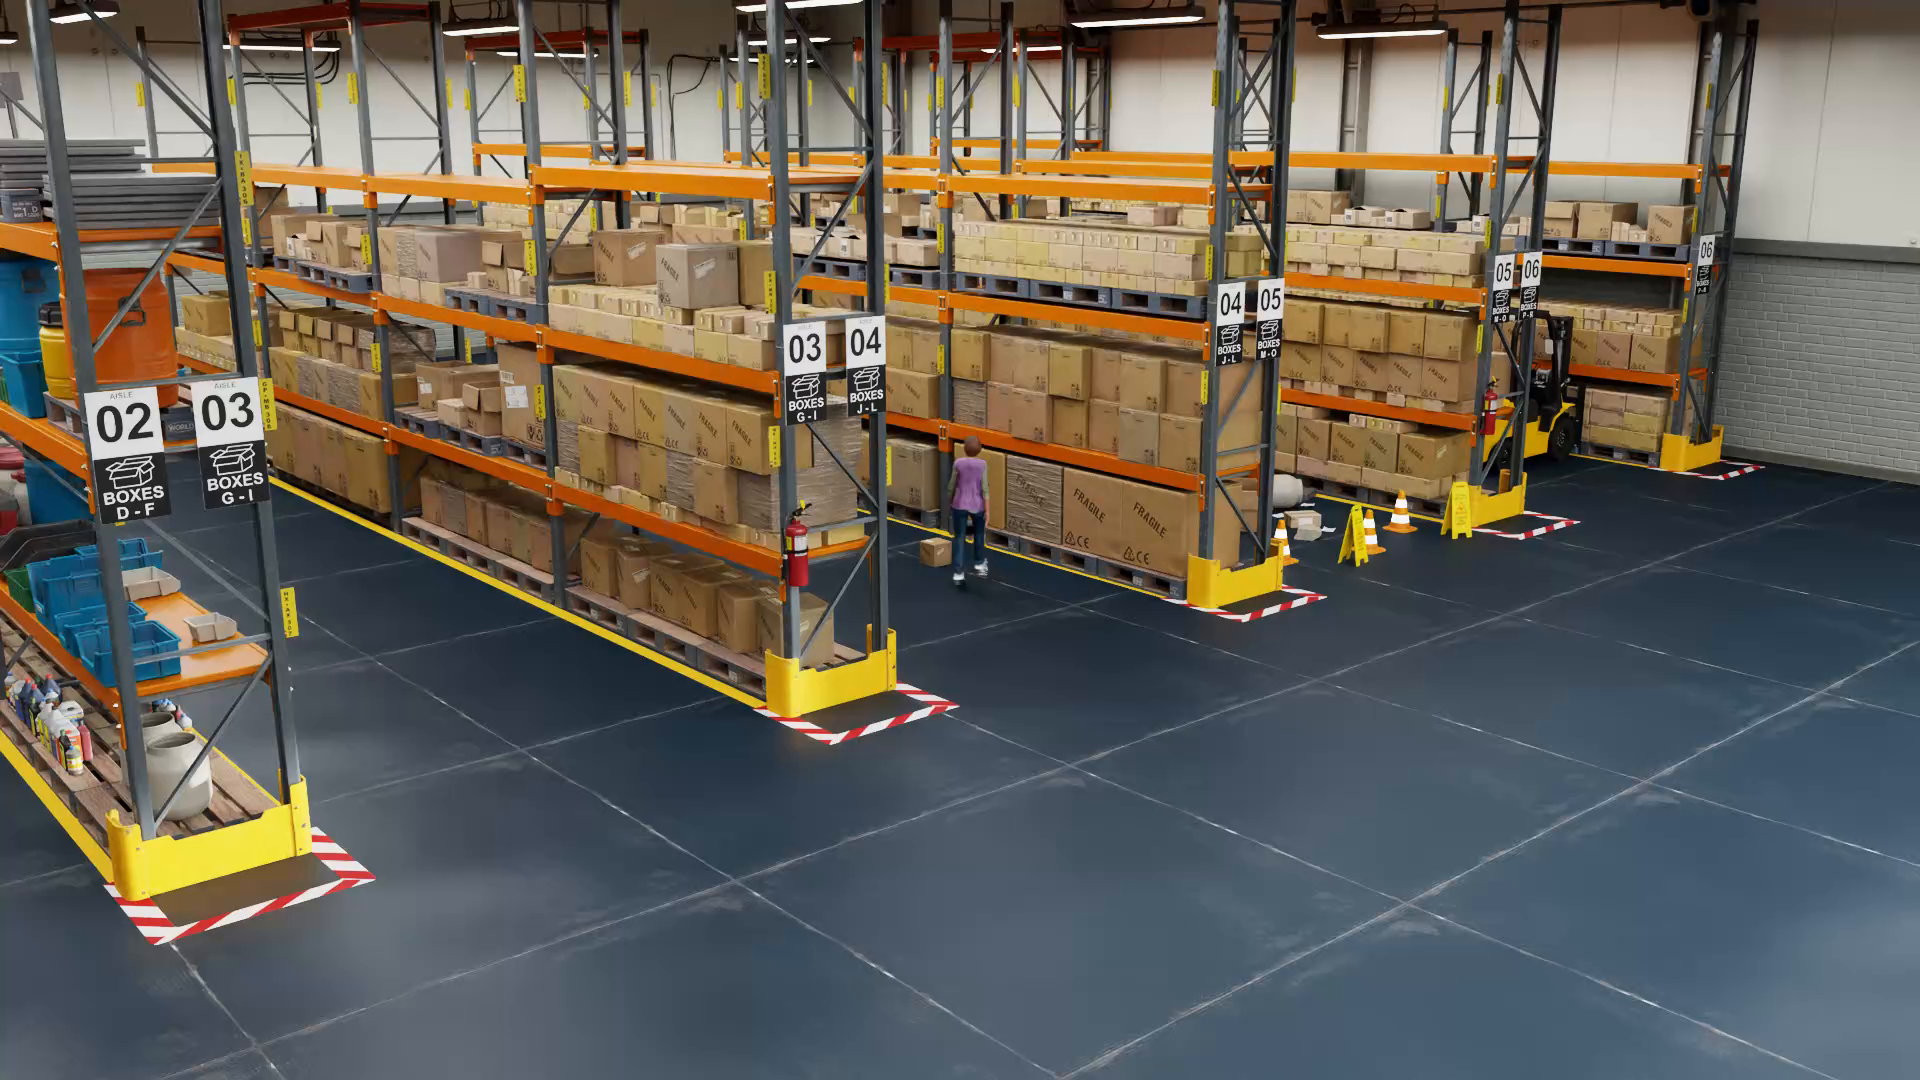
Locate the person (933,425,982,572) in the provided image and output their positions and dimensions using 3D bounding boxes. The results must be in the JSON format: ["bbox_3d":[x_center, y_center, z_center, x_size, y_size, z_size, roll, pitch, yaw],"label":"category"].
[{"bbox_3d":[0.007,-0.449,17.753,0.443,1.601,0.503,-10,17,-33],"label":"person"}]
